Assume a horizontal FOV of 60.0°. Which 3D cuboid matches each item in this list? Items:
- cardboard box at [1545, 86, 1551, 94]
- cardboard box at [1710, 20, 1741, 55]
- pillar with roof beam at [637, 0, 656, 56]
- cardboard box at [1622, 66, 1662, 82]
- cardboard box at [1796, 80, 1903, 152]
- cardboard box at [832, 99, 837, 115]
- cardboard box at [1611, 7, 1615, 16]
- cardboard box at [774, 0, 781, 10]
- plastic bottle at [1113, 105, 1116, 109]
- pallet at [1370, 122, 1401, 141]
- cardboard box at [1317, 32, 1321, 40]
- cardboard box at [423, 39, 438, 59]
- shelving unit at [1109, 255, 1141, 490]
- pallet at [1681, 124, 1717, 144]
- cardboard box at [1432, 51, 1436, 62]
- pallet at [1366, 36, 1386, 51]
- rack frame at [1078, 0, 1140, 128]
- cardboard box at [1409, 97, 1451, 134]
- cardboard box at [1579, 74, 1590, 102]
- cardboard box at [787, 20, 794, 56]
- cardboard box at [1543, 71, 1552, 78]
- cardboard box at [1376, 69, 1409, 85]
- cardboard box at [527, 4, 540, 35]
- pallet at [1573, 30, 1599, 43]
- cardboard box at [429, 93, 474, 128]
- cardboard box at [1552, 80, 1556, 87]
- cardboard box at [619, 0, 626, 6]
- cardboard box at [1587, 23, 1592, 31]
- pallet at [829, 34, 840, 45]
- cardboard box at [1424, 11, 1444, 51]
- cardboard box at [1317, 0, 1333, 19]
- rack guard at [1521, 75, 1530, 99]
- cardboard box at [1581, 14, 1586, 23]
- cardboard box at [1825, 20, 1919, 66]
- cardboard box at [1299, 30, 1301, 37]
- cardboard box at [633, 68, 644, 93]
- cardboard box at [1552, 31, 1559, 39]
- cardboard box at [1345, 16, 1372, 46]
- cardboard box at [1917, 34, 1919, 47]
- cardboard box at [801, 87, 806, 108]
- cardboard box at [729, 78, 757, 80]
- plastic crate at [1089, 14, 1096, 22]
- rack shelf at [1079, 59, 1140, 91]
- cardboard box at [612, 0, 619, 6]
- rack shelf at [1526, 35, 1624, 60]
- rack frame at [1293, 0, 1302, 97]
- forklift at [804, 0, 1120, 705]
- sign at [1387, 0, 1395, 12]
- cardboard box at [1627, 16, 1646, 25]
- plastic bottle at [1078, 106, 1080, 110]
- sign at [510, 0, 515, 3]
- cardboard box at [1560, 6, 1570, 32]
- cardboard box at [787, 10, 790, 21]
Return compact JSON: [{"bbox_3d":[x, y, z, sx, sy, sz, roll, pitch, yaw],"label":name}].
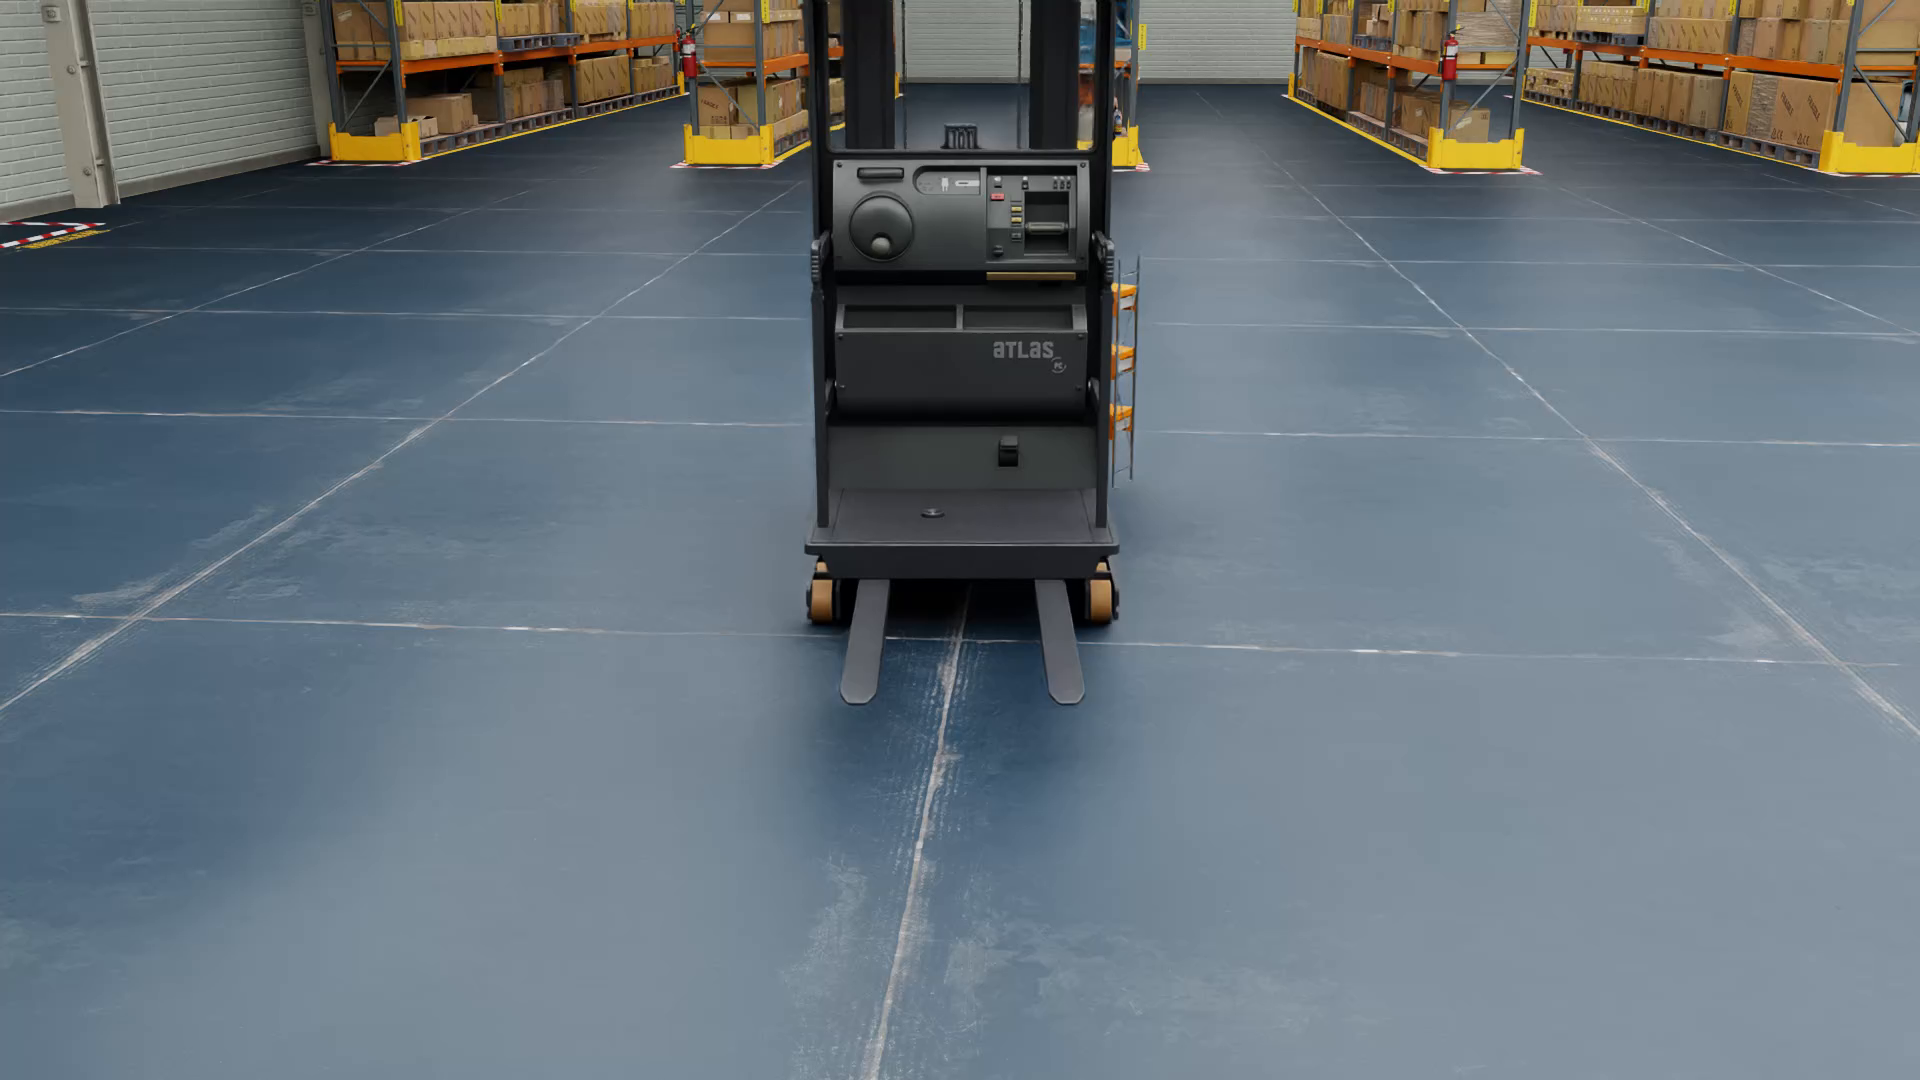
[{"bbox_3d":[12.398,-9.359,34.572,0.380,0.149,0.250,1,18,4],"label":"cardboard box"},{"bbox_3d":[11.762,-7.639,25.258,0.500,0.500,0.500,1,18,4],"label":"cardboard box"},{"bbox_3d":[-3.285,-15.237,38.972,9.100,9.000,0.400,1,18,4],"label":"pillar with roof beam"},{"bbox_3d":[12.066,-8.252,29.426,0.500,0.250,0.500,1,18,3],"label":"cardboard box"},{"bbox_3d":[11.688,-5.583,21.882,0.875,0.875,0.875,1,18,4],"label":"cardboard box"},{"bbox_3d":[-2.409,-7.438,28.547,0.500,0.250,0.500,2,18,5],"label":"cardboard box"},{"bbox_3d":[11.934,-9.508,29.897,0.380,0.149,0.250,1,18,4],"label":"cardboard box"},{"bbox_3d":[-2.962,-7.846,23.807,0.700,0.500,0.500,1,18,4],"label":"cardboard box"},{"bbox_3d":[2.353,-6.420,25.246,0.144,0.351,0.185,1,18,2],"label":"plastic bottle"},{"bbox_3d":[7.106,-6.482,26.367,1.003,0.211,1.213,1,18,4],"label":"pallet"},{"bbox_3d":[7.320,-10.033,33.128,0.380,0.149,0.250,1,18,4],"label":"cardboard box"},{"bbox_3d":[-7.682,-6.899,23.370,0.500,0.250,0.500,1,18,2],"label":"cardboard box"},{"bbox_3d":[0.650,-0.774,7.599,0.252,1.050,0.215,11,21,31],"label":"shelving unit"},{"bbox_3d":[11.972,-6.340,25.932,1.003,0.211,1.213,1,18,4],"label":"pallet"},{"bbox_3d":[6.598,-6.531,22.440,0.380,0.149,0.250,1,18,4],"label":"cardboard box"},{"bbox_3d":[7.237,-8.101,27.137,1.003,0.211,1.213,1,18,4],"label":"pallet"},{"bbox_3d":[1.825,-6.434,21.741,1.000,3.000,0.127,1,18,4],"label":"rack frame"},{"bbox_3d":[6.950,-6.276,24.599,0.500,0.500,0.500,7,20,21],"label":"cardboard box"},{"bbox_3d":[12.248,-8.696,31.985,0.500,0.500,0.500,2,18,6],"label":"cardboard box"},{"bbox_3d":[-2.886,-7.533,24.936,0.700,0.500,0.500,1,18,3],"label":"cardboard box"},{"bbox_3d":[12.401,-9.714,34.699,0.380,0.149,0.250,2,18,5],"label":"cardboard box"},{"bbox_3d":[7.293,-7.812,28.049,0.500,0.250,0.500,3,18,10],"label":"cardboard box"},{"bbox_3d":[-7.574,-8.863,28.286,0.700,0.500,0.500,1,18,4],"label":"cardboard box"},{"bbox_3d":[12.365,-9.583,31.659,1.003,0.211,1.213,1,18,4],"label":"pallet"},{"bbox_3d":[-7.805,-6.595,25.541,0.500,0.500,0.500,0,18,0],"label":"cardboard box"},{"bbox_3d":[12.433,-9.405,34.235,0.380,0.149,0.250,0,18,1],"label":"cardboard box"},{"bbox_3d":[-6.975,-10.786,33.148,0.500,0.250,0.500,2,18,5],"label":"cardboard box"},{"bbox_3d":[12.023,-9.634,31.238,0.380,0.149,0.250,1,18,4],"label":"cardboard box"},{"bbox_3d":[-2.563,-9.151,30.342,1.213,0.211,1.003,1,18,4],"label":"pallet"},{"bbox_3d":[6.748,-6.840,22.343,0.875,0.500,0.500,1,18,4],"label":"cardboard box"},{"bbox_3d":[7.392,-10.625,33.092,0.500,0.500,0.500,2,18,5],"label":"cardboard box"},{"bbox_3d":[12.847,-9.939,36.452,1.175,0.500,0.348,1,18,4],"label":"rack guard"},{"bbox_3d":[12.062,-9.937,31.683,0.380,0.149,0.250,1,18,3],"label":"cardboard box"},{"bbox_3d":[11.686,-6.369,21.301,0.875,0.550,0.550,1,18,4],"label":"cardboard box"},{"bbox_3d":[7.522,-10.911,35.808,0.380,0.149,0.250,1,18,3],"label":"cardboard box"},{"bbox_3d":[-7.041,-9.624,34.815,0.700,0.500,0.500,2,18,5],"label":"cardboard box"},{"bbox_3d":[12.393,-10.370,34.156,0.380,0.149,0.250,2,18,5],"label":"cardboard box"},{"bbox_3d":[7.127,-9.014,29.455,0.500,0.500,0.500,2,18,6],"label":"cardboard box"},{"bbox_3d":[17.000,-8.678,28.831,0.500,0.250,0.500,1,18,2],"label":"cardboard box"},{"bbox_3d":[-2.551,-7.070,26.523,0.500,0.311,0.500,1,18,4],"label":"cardboard box"},{"bbox_3d":[-3.202,-6.745,25.226,0.500,0.500,0.500,1,18,4],"label":"cardboard box"},{"bbox_3d":[3.134,-11.340,36.561,0.616,0.435,0.499,1,18,4],"label":"plastic crate"},{"bbox_3d":[1.968,-6.713,23.748,1.077,0.370,4.000,1,18,4],"label":"rack shelf"},{"bbox_3d":[-7.021,-10.627,32.664,0.500,0.250,0.500,2,18,5],"label":"cardboard box"},{"bbox_3d":[12.709,-10.187,34.351,1.077,0.370,4.000,1,18,4],"label":"rack shelf"},{"bbox_3d":[7.912,-11.293,36.569,1.000,3.000,0.127,1,18,4],"label":"rack frame"},{"bbox_3d":[0.007,-1.184,5.829,1.130,2.935,3.031,0,18,0],"label":"forklift"},{"bbox_3d":[6.498,-8.127,25.049,0.100,0.325,0.005,1,18,4],"label":"sign"},{"bbox_3d":[11.860,-9.051,28.979,0.380,0.149,0.250,2,18,5],"label":"cardboard box"},{"bbox_3d":[1.784,-6.382,25.129,0.144,0.351,0.185,1,18,4],"label":"plastic bottle"},{"bbox_3d":[-8.037,-9.701,29.853,0.100,0.325,0.005,1,18,4],"label":"sign"},{"bbox_3d":[12.357,-10.415,33.252,0.500,0.500,0.500,1,18,2],"label":"cardboard box"},{"bbox_3d":[-2.709,-7.738,24.520,0.380,0.149,0.250,1,18,4],"label":"cardboard box"}]
